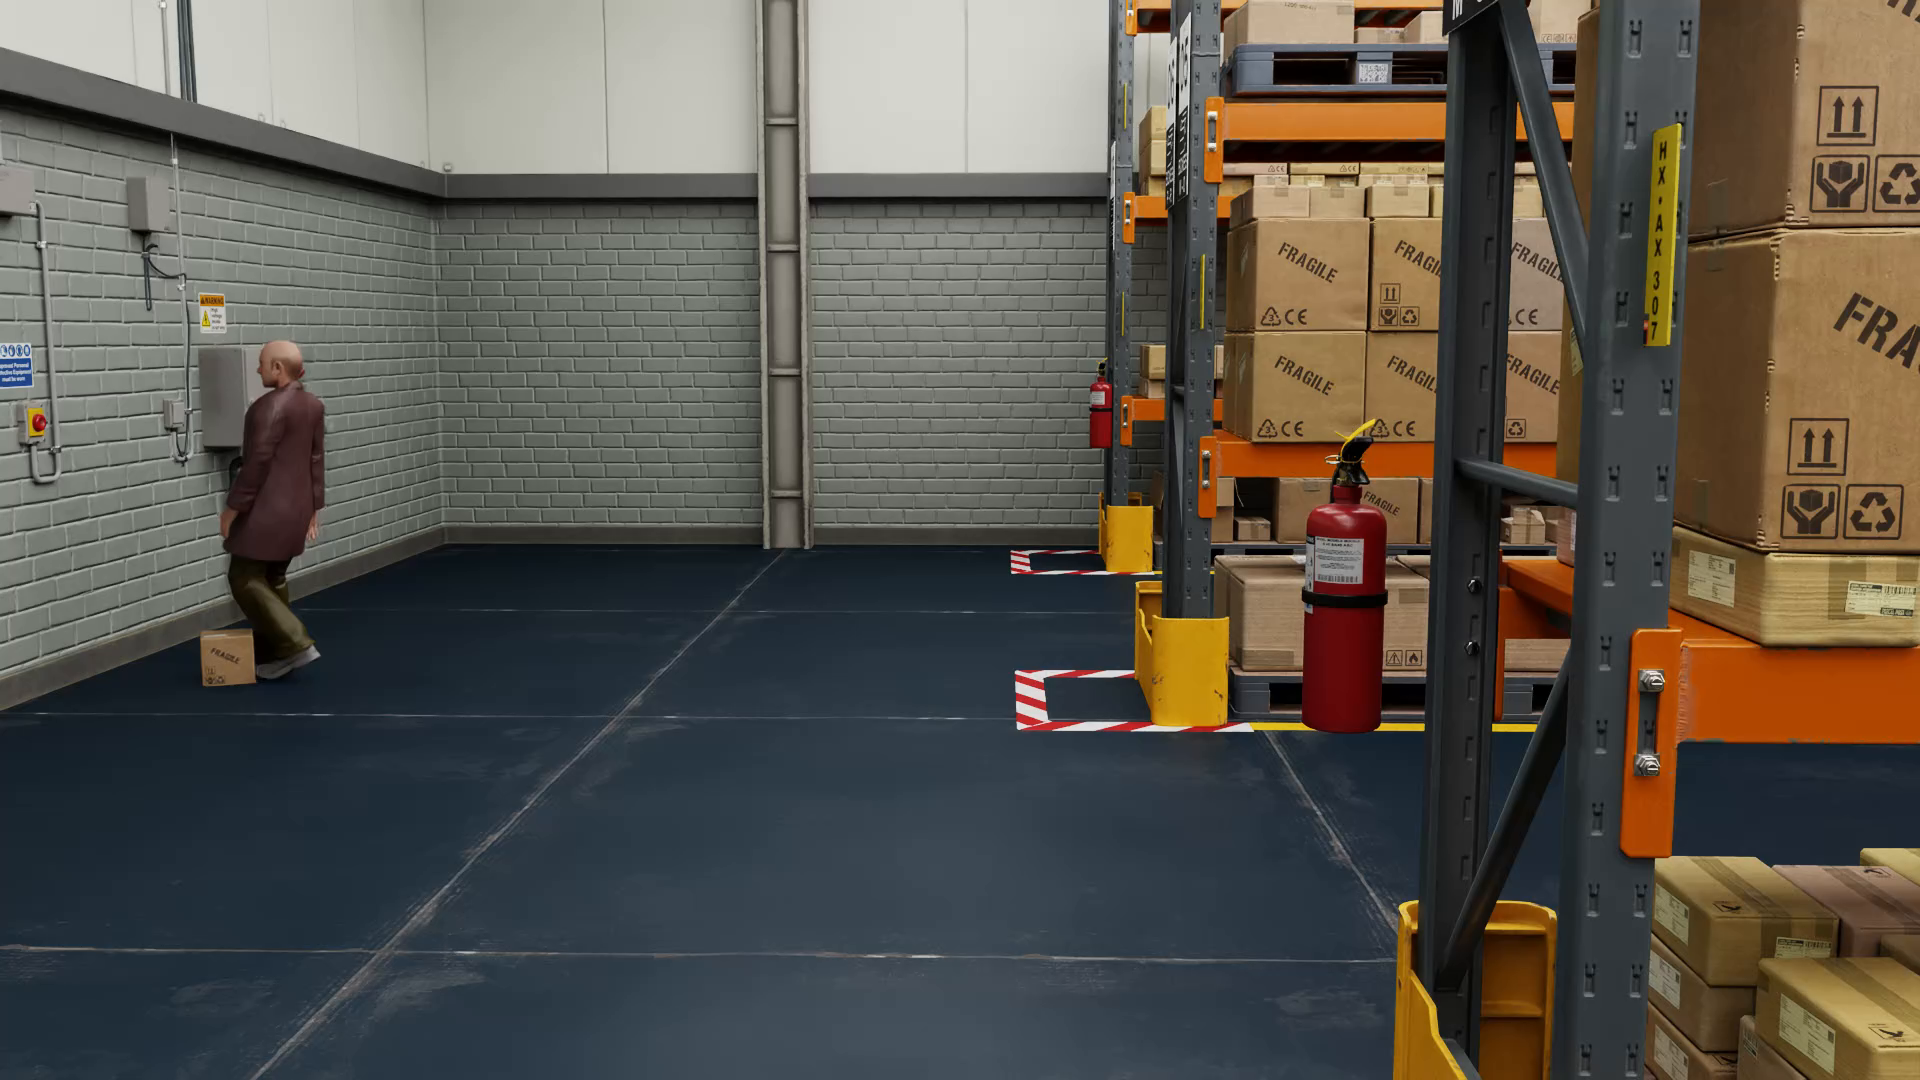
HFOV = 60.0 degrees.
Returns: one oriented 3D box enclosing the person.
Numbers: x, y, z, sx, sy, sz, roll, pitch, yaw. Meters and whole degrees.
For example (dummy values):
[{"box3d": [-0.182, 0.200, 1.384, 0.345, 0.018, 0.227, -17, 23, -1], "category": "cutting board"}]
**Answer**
[{"box3d": [-3.646, -0.153, 8.654, 0.701, 1.764, 0.634, 1, 7, 11], "category": "person"}]
